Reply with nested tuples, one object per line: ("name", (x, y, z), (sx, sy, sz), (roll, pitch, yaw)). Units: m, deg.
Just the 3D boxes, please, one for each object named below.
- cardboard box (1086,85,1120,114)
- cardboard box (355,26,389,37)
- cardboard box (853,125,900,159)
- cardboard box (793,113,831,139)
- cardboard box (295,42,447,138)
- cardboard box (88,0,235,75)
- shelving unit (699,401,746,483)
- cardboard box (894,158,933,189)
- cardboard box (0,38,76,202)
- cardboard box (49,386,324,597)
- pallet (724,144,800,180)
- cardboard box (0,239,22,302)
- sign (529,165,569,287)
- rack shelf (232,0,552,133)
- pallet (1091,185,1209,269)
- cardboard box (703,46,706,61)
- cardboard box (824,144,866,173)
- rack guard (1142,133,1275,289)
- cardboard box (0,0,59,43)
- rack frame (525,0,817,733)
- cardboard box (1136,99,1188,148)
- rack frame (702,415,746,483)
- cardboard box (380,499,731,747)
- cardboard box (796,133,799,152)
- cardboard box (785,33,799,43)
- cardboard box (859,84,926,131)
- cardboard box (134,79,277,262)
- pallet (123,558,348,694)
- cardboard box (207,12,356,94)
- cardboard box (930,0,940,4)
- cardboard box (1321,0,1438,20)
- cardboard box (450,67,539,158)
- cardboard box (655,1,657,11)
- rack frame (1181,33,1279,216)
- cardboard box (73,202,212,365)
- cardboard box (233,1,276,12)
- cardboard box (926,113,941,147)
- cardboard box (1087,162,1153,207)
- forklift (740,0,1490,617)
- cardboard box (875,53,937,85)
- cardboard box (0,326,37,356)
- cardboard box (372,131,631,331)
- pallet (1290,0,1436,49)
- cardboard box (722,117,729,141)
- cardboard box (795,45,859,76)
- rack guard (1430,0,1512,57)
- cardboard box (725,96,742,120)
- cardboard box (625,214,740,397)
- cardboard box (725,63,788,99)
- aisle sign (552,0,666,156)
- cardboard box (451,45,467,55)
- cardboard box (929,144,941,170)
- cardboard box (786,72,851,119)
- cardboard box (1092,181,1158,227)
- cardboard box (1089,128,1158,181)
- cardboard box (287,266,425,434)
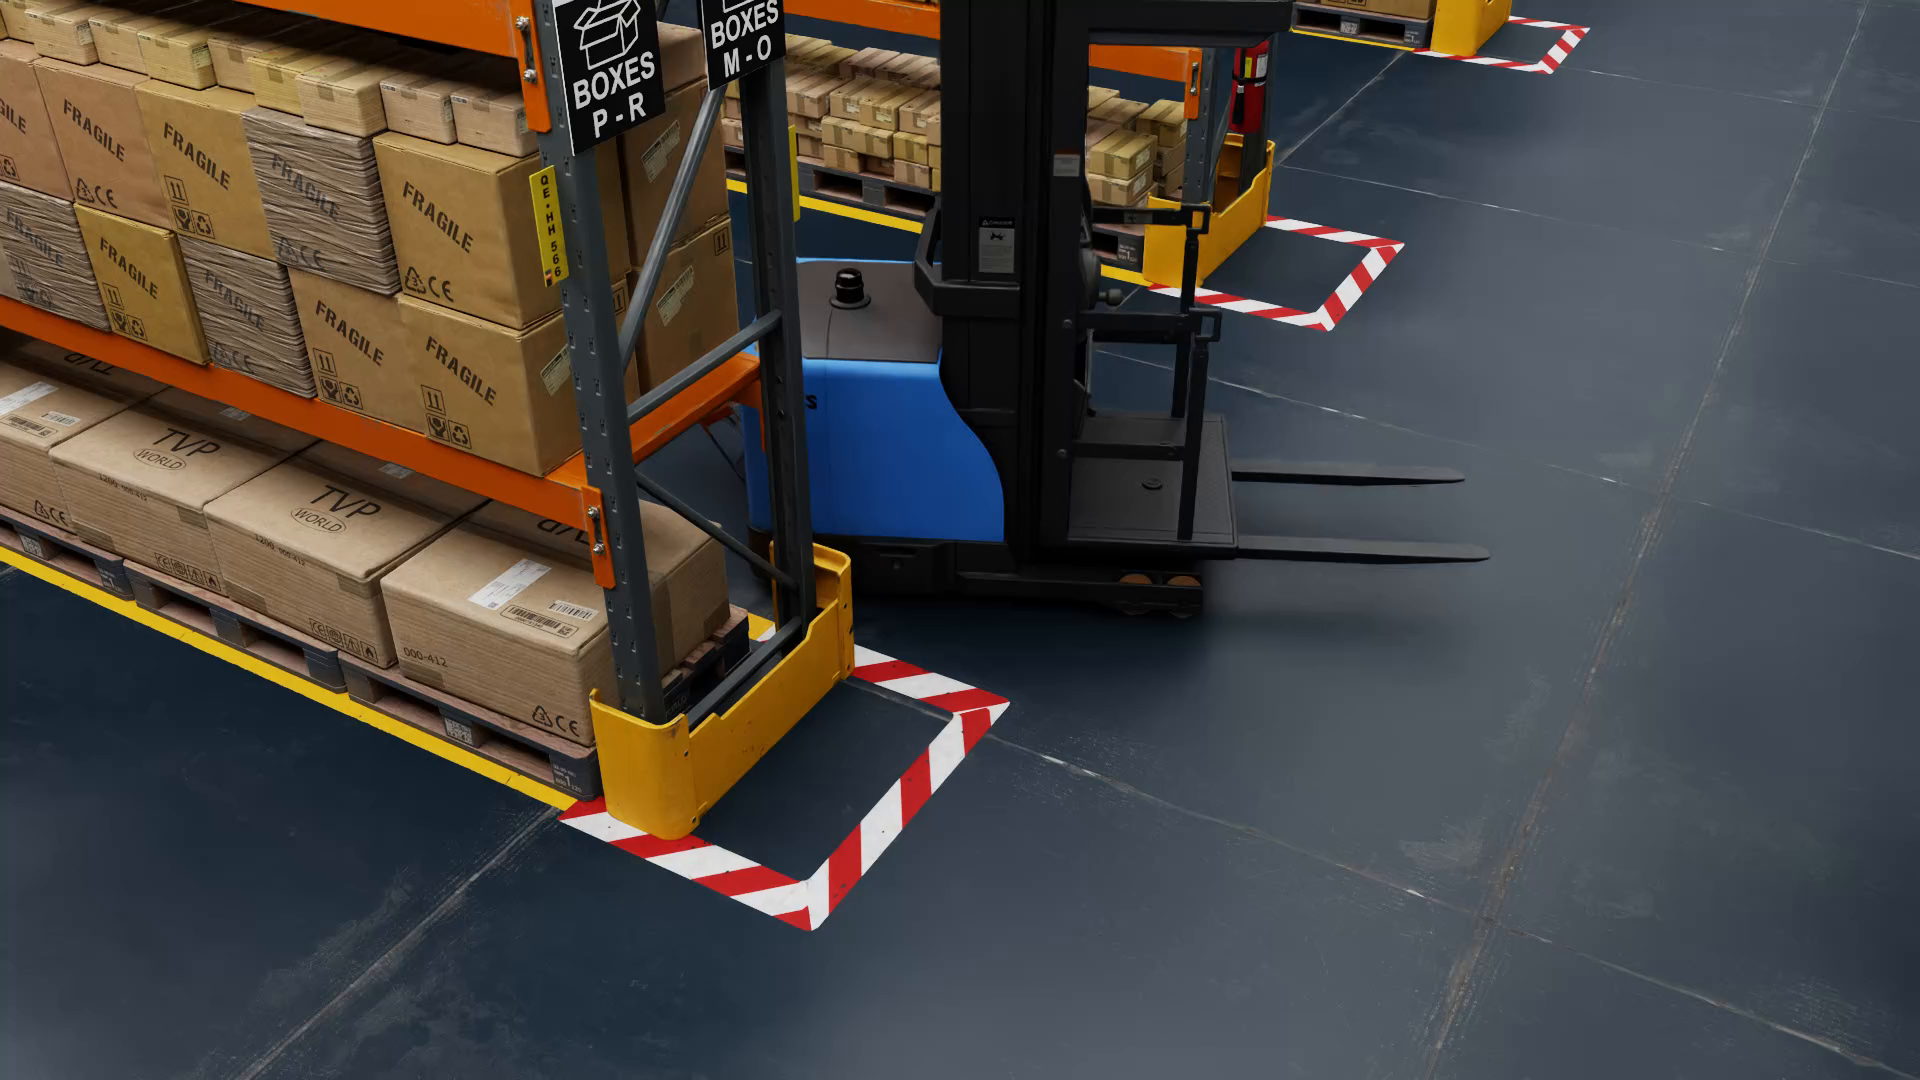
("cardboard box", (0.782, -2.641, 10.166), (0.250, 0.149, 0.380), (17, 37, 24))
("cardboard box", (-1.940, -1.773, 5.628), (0.250, 0.149, 0.380), (18, 38, 25))
("cardboard box", (-0.452, -2.489, 10.206), (0.250, 0.149, 0.380), (18, 38, 25))
("cardboard box", (-0.841, -2.669, 10.476), (0.250, 0.149, 0.380), (19, 38, 27))
("cardboard box", (-1.755, -1.358, 5.005), (0.250, 0.149, 0.380), (17, 37, 24))
("cardboard box", (-2.611, -1.675, 5.481), (0.250, 0.149, 0.380), (19, 38, 26))
("shelving unit", (-1.207, -0.818, 7.471), (0.189, 1.200, 0.258), (-23, 25, 27))
("cardboard box", (-0.199, -2.304, 10.197), (0.250, 0.149, 0.380), (18, 38, 25))
("cardboard box", (-3.151, -1.561, 5.896), (0.500, 0.500, 0.500), (18, 38, 25))
("cardboard box", (-3.050, -0.277, 6.893), (0.875, 0.438, 0.875), (16, 37, 23))
("pallet", (-1.350, -2.721, 11.145), (1.213, 0.211, 1.003), (18, 37, 24))
("cardboard box", (-3.607, -1.285, 6.384), (0.500, 0.500, 0.500), (18, 38, 25))
("sign", (-1.127, -0.862, 4.580), (0.005, 0.325, 0.100), (18, 37, 24))
("rack shelf", (-2.583, -2.038, 5.547), (4.000, 0.370, 1.077), (18, 37, 24))
("pallet", (0.769, -2.050, 10.137), (1.213, 0.211, 1.003), (18, 37, 24))
("cardboard box", (-1.754, -3.090, 10.841), (0.250, 0.149, 0.380), (19, 38, 26))
("cardboard box", (-0.647, -2.445, 10.409), (0.250, 0.149, 0.380), (17, 37, 23))
("rack guard", (1.456, -1.929, 9.696), (0.348, 0.500, 1.175), (18, 37, 24))
("cardboard box", (-3.040, -1.828, 5.711), (0.250, 0.149, 0.380), (17, 37, 24))
("rack frame", (-0.846, -0.539, 5.353), (0.127, 3.000, 1.000), (18, 37, 24))
("cardboard box", (1.236, -2.492, 9.943), (0.250, 0.149, 0.380), (16, 37, 22))
("rack frame", (-1.282, -0.786, 7.512), (0.006, 1.200, 0.240), (-23, 25, 27))
("cardboard box", (-1.469, 0.219, 6.147), (0.875, 0.438, 0.875), (16, 37, 23))
("cardboard box", (-1.076, -2.620, 10.671), (0.250, 0.149, 0.380), (17, 37, 23))
("cardboard box", (-1.271, -3.261, 11.097), (0.250, 0.149, 0.380), (18, 38, 25))
("cardboard box", (-0.410, -2.648, 10.177), (0.250, 0.149, 0.380), (18, 38, 25))
("cardboard box", (-2.279, -1.282, 5.477), (0.500, 0.500, 0.500), (17, 37, 24))
("pallet", (-2.634, 0.103, 6.904), (1.213, 0.211, 1.003), (18, 37, 24))
("cardboard box", (-2.145, -1.553, 5.298), (0.250, 0.149, 0.380), (17, 37, 24))
("cardboard box", (0.024, -3.195, 9.568), (0.250, 0.149, 0.380), (16, 37, 22))
("cardboard box", (3.476, -4.736, 13.194), (0.875, 0.875, 0.875), (18, 37, 24))
("cardboard box", (-1.257, -1.269, 4.872), (0.250, 0.149, 0.380), (18, 38, 25))
("cardboard box", (-2.461, -3.514, 11.697), (0.500, 0.500, 0.500), (19, 38, 26))
("rack frame", (1.522, -2.949, 8.972), (0.127, 3.000, 1.000), (18, 37, 24))
("cardboard box", (-2.731, -1.004, 5.961), (0.500, 0.500, 0.500), (19, 38, 26))
("cardboard box", (-2.342, -1.944, 5.886), (0.250, 0.149, 0.380), (17, 37, 23))
("cardboard box", (0.005, -2.464, 9.900), (0.250, 0.149, 0.380), (19, 38, 26))
("cardboard box", (0.922, -2.069, 9.575), (0.250, 0.149, 0.380), (17, 37, 23))
("forklift", (0.669, -1.214, 6.428), (3.031, 2.935, 1.130), (3, 34, 4))
("cardboard box", (-0.344, -2.989, 10.688), (0.250, 0.149, 0.380), (16, 37, 23))
("cardboard box", (-4.897, -1.061, 7.676), (0.875, 0.875, 0.875), (19, 38, 26))
("cardboard box", (-1.383, -1.015, 5.075), (0.500, 0.500, 0.500), (19, 38, 26))
("pallet", (3.338, -4.329, 13.561), (1.213, 0.211, 1.003), (18, 37, 24))
("cardboard box", (-1.563, -2.709, 10.805), (0.250, 0.149, 0.380), (19, 38, 26))
("cardboard box", (-0.865, -3.087, 10.836), (0.250, 0.149, 0.380), (19, 38, 26))
("rack guard", (4.092, -4.261, 13.198), (0.348, 0.500, 1.175), (18, 37, 24))
("cardboard box", (-1.301, -2.831, 10.720), (0.250, 0.149, 0.380), (17, 37, 24))
("cardboard box", (-1.120, -0.851, 5.731), (0.500, 0.500, 0.500), (17, 37, 24))
("cardboard box", (-1.301, -2.940, 10.615), (0.250, 0.149, 0.380), (17, 37, 24))
("aisle sign", (-0.937, -1.452, 4.379), (0.004, 0.787, 0.394), (18, 37, 24))
("cardboard box", (-1.449, -1.662, 5.462), (0.250, 0.149, 0.380), (19, 38, 26))
("cardboard box", (0.014, -2.347, 9.993), (0.250, 0.149, 0.380), (18, 38, 25))
("cardboard box", (-0.882, -2.770, 10.360), (0.250, 0.149, 0.380), (18, 38, 25))
("cardboard box", (0.962, -1.981, 9.712), (0.250, 0.149, 0.380), (18, 38, 25))
("cardboard box", (0.937, -2.208, 9.516), (0.250, 0.149, 0.380), (18, 38, 25))
("cardboard box", (-1.824, -0.731, 5.551), (0.500, 0.500, 0.500), (17, 37, 23))
